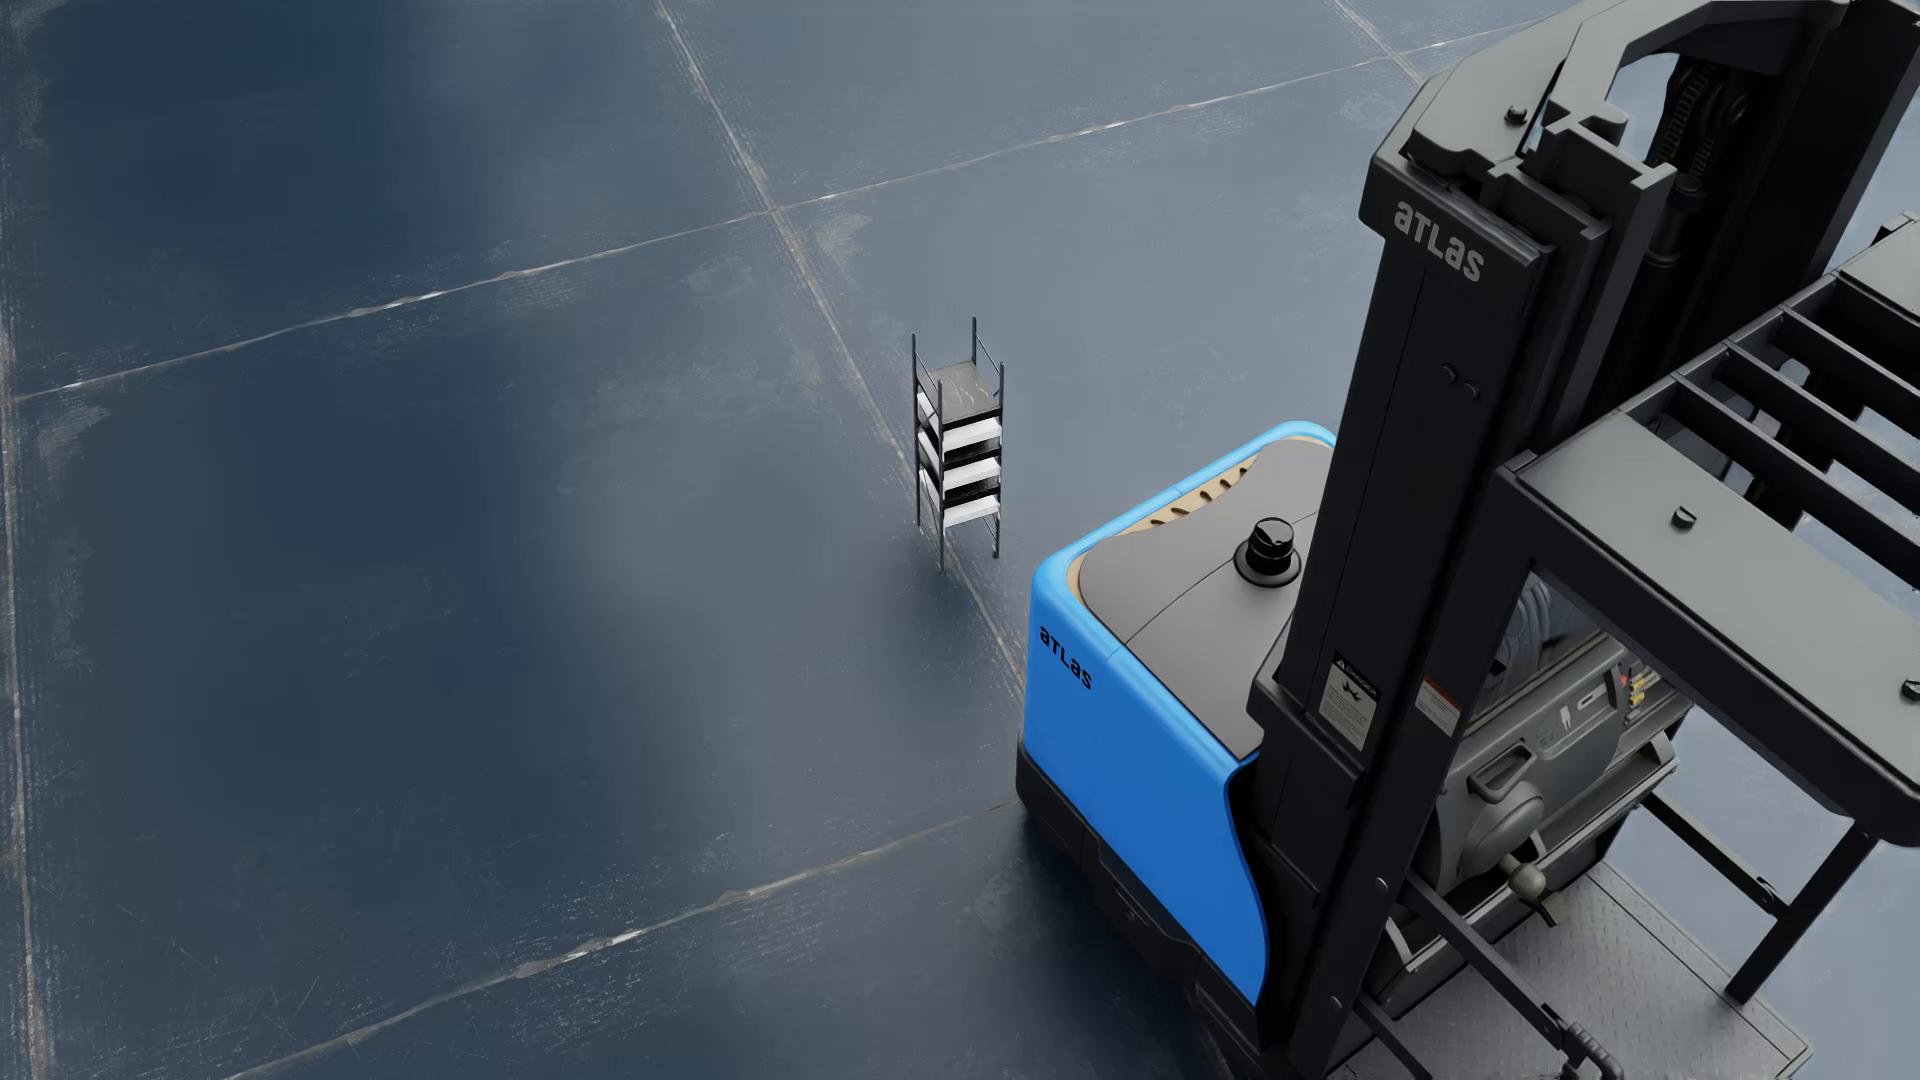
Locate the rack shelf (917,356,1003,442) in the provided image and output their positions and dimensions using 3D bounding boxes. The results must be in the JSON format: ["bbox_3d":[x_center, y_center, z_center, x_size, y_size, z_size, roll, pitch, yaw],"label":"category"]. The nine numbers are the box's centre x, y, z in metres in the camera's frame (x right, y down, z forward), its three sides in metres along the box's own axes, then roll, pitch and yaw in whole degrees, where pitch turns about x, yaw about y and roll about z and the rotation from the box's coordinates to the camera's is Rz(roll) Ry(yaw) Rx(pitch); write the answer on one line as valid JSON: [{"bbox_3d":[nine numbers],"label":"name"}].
[{"bbox_3d":[-0.008,-0.445,5.227,0.200,0.077,0.258,-17,52,-14],"label":"rack shelf"}]

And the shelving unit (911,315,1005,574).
[{"bbox_3d":[-0.008,-0.291,5.407,0.210,0.900,0.258,-17,52,-14],"label":"shelving unit"}]

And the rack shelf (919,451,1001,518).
[{"bbox_3d":[-0.008,-0.211,5.500,0.200,0.077,0.258,-17,52,-14],"label":"rack shelf"}]

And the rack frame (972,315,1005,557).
[{"bbox_3d":[0.087,-0.320,5.432,0.006,0.900,0.240,-17,52,-14],"label":"rack frame"}]

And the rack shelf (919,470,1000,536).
[{"bbox_3d":[-0.008,-0.152,5.568,0.200,0.077,0.258,-17,52,-14],"label":"rack shelf"}]

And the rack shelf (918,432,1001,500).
[{"bbox_3d":[-0.008,-0.269,5.432,0.200,0.077,0.258,-17,52,-14],"label":"rack shelf"}]

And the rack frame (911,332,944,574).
[{"bbox_3d":[-0.102,-0.262,5.382,0.006,0.900,0.240,-17,52,-14],"label":"rack frame"}]

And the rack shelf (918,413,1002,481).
[{"bbox_3d":[-0.008,-0.328,5.364,0.200,0.077,0.258,-17,52,-14],"label":"rack shelf"}]

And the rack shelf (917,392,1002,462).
[{"bbox_3d":[-0.008,-0.386,5.295,0.200,0.077,0.258,-17,52,-14],"label":"rack shelf"}]

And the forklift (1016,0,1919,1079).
[{"bbox_3d":[1.442,0.506,3.384,1.130,2.935,3.031,-29,55,-23],"label":"forklift"}]
